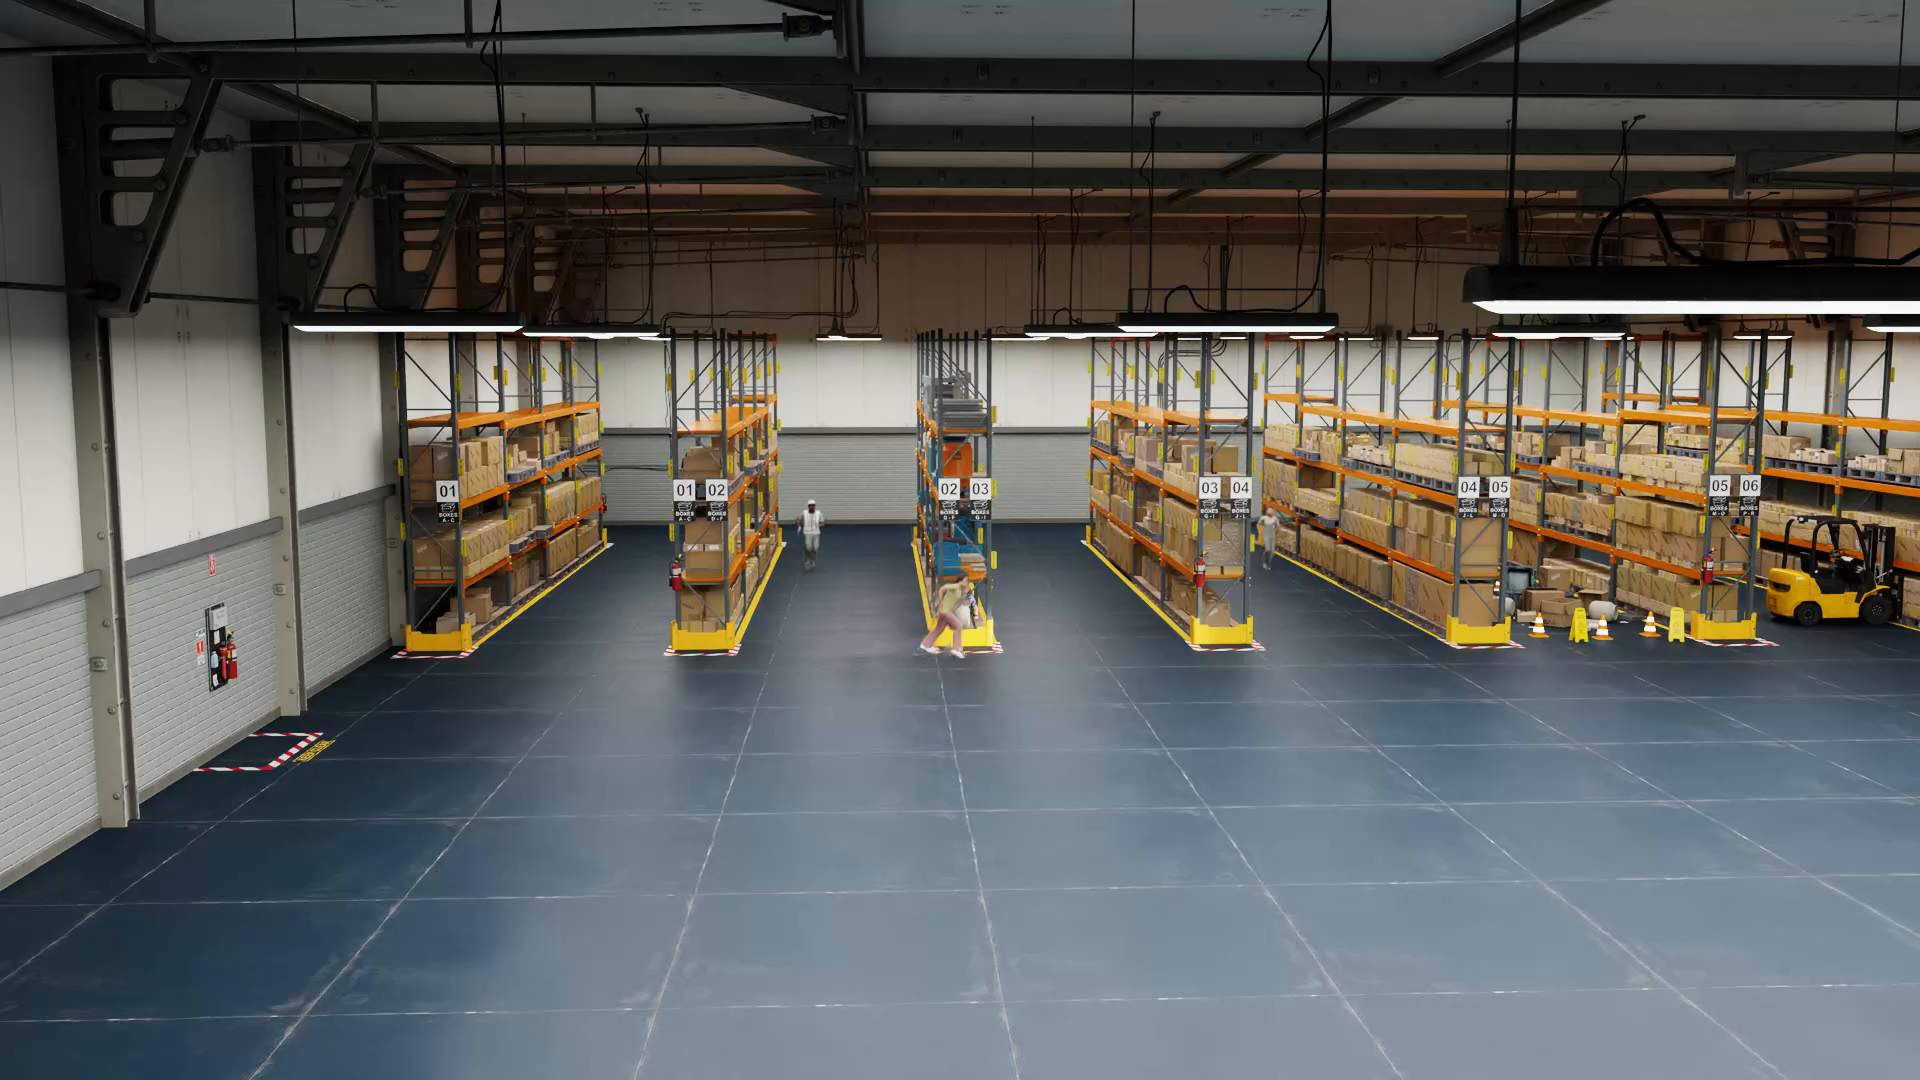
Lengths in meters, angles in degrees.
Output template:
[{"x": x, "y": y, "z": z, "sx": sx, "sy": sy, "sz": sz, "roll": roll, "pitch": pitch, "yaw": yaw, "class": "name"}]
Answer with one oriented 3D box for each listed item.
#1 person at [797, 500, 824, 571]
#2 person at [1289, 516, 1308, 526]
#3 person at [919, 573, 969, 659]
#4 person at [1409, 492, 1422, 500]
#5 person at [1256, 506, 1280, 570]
[{"x": -3.763, "y": -0.122, "z": 42.124, "sx": 0.663, "sy": 1.794, "sz": 0.713, "roll": -2, "pitch": 7, "yaw": -15, "class": "person"}, {"x": 10.115, "y": -0.947, "z": 49.890, "sx": 0.783, "sy": 1.574, "sz": 0.540, "roll": -4, "pitch": 8, "yaw": -31, "class": "person"}, {"x": -0.302, "y": 1.387, "z": 30.407, "sx": 0.945, "sy": 1.620, "sz": 0.618, "roll": 2, "pitch": 7, "yaw": 18, "class": "person"}, {"x": 13.645, "y": -0.996, "z": 49.757, "sx": 0.817, "sy": 1.775, "sz": 0.612, "roll": -2, "pitch": 7, "yaw": -17, "class": "person"}, {"x": 7.804, "y": -0.050, "z": 41.963, "sx": 0.536, "sy": 1.631, "sz": 0.622, "roll": -1, "pitch": 7, "yaw": -6, "class": "person"}]
